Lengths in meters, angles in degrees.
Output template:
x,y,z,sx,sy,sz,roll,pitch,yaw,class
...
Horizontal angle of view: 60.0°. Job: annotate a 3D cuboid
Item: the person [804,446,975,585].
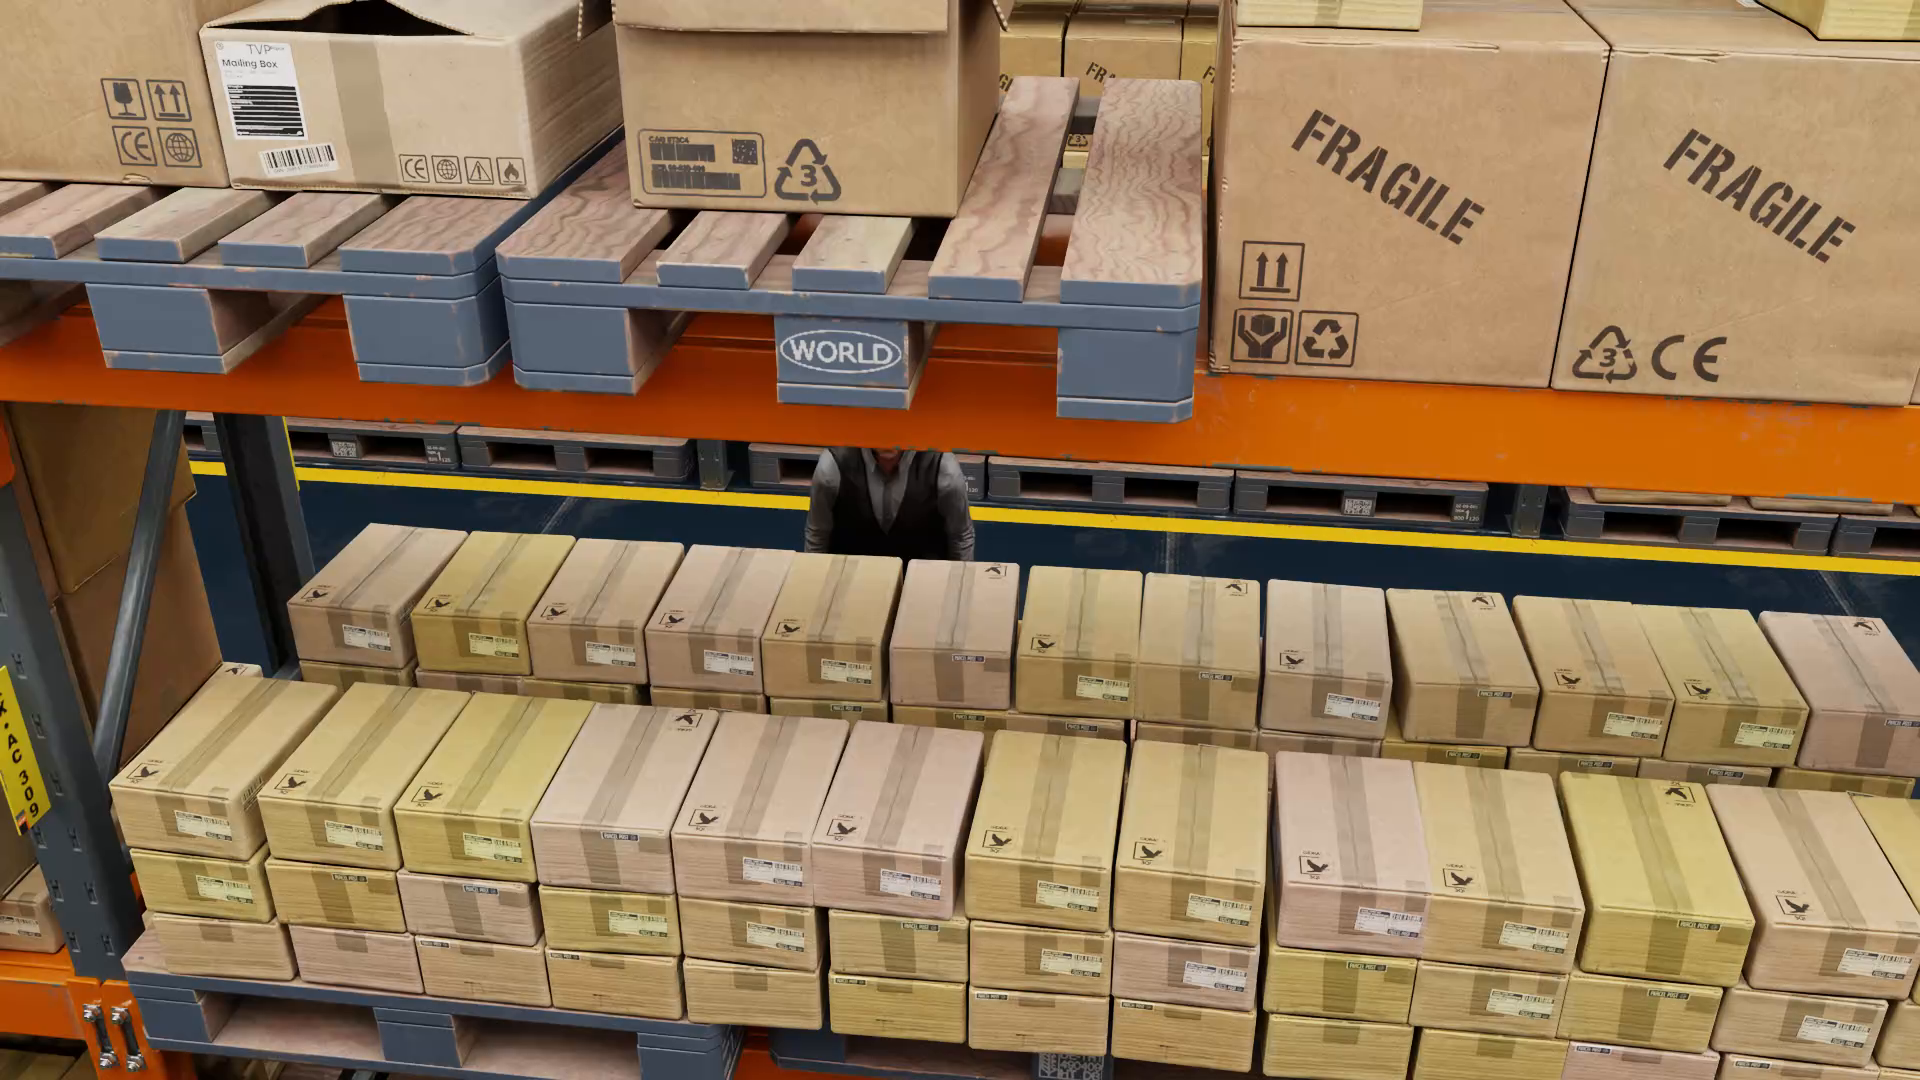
x,y,z,sx,sy,sz,roll,pitch,yaw,class
-0.244,0.217,5.743,0.592,1.720,0.426,2,28,3,person
